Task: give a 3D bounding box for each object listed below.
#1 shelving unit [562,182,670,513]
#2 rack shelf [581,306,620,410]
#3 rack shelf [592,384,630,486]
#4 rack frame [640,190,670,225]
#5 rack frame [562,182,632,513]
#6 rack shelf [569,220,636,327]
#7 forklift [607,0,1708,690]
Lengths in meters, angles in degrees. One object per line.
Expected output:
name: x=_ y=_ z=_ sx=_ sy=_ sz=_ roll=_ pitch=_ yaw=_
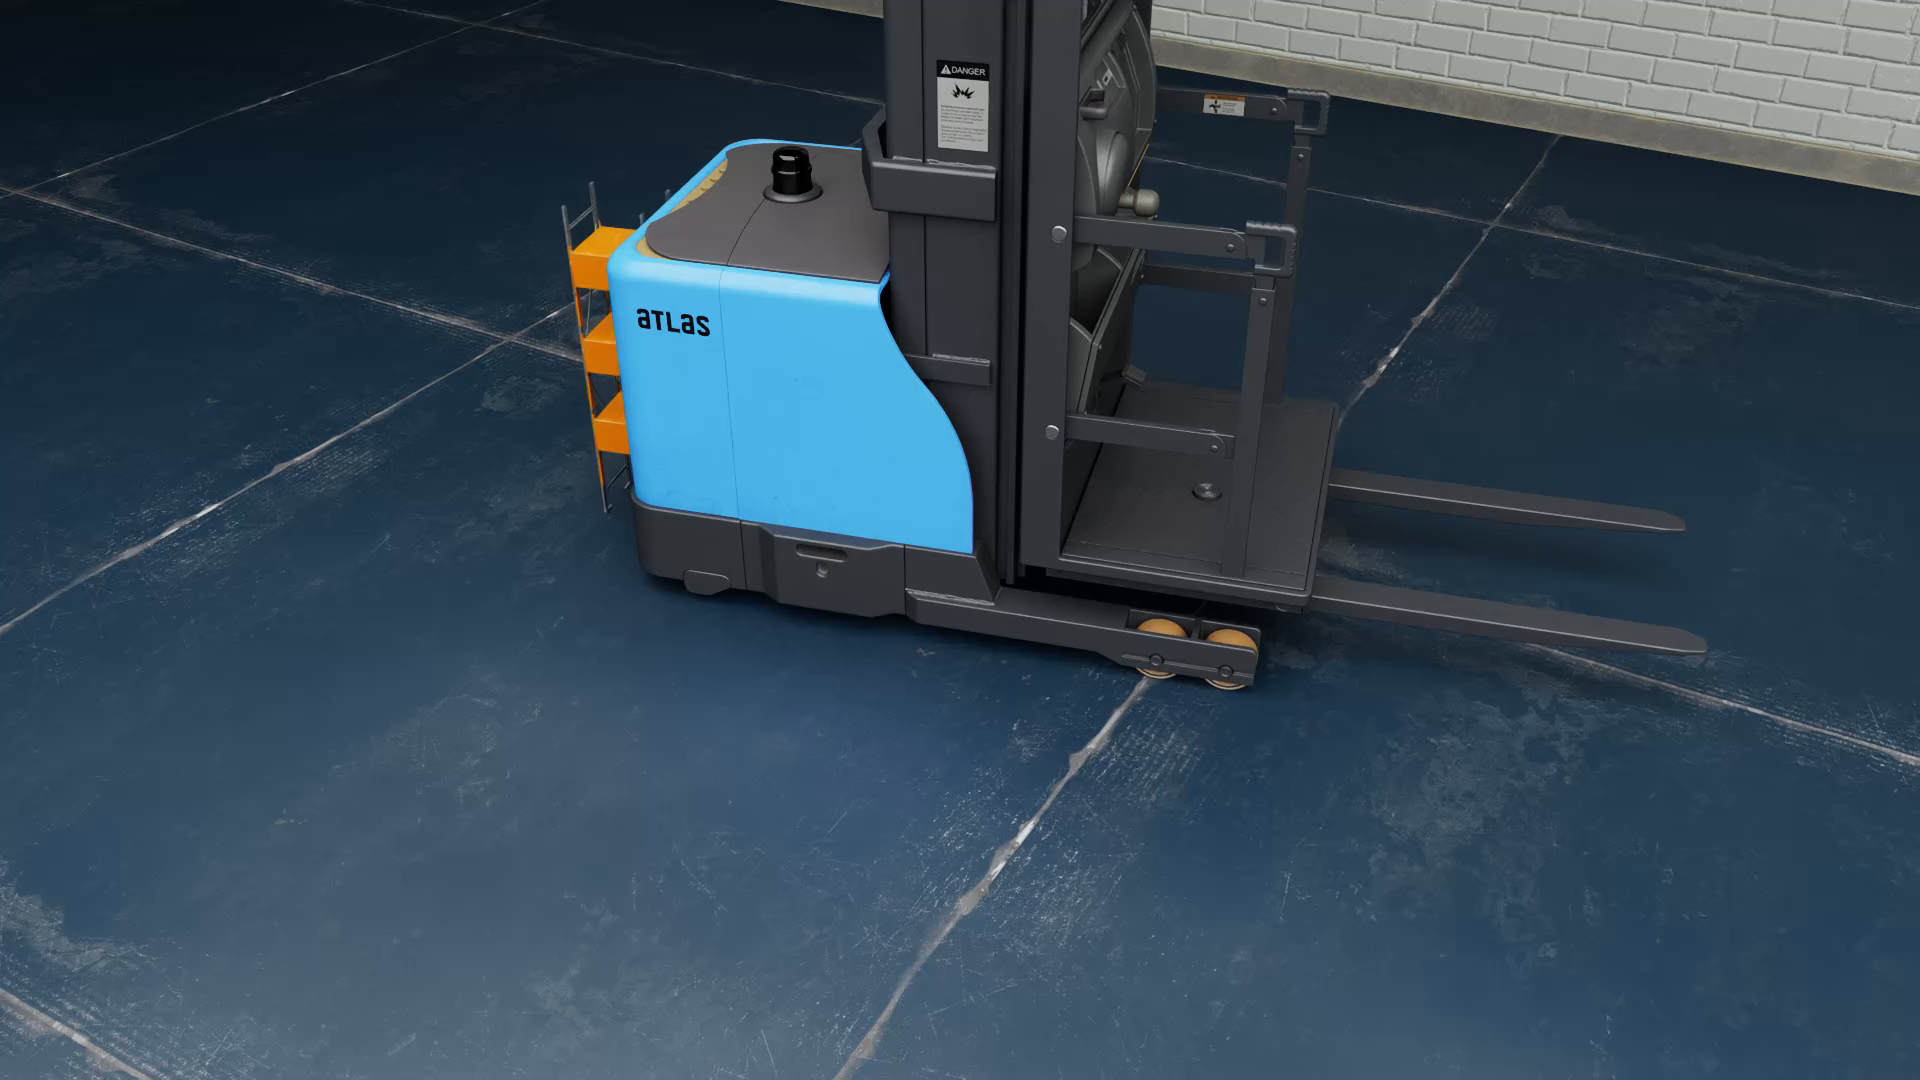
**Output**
shelving unit: x=-1.003 y=-0.560 z=5.144 sx=0.252 sy=1.050 sz=0.215 roll=8 pitch=35 yaw=12
rack shelf: x=-1.003 y=-0.551 z=5.150 sx=0.240 sy=0.259 sz=0.215 roll=8 pitch=35 yaw=12
rack shelf: x=-1.003 y=-0.320 z=5.304 sx=0.240 sy=0.259 sz=0.215 roll=8 pitch=35 yaw=12
rack frame: x=-0.886 y=-0.543 z=5.118 sx=0.008 sy=1.050 sz=0.200 roll=8 pitch=35 yaw=12
rack frame: x=-1.121 y=-0.577 z=5.170 sx=0.008 sy=1.050 sz=0.200 roll=8 pitch=35 yaw=12
rack shelf: x=-1.003 y=-0.787 z=4.992 sx=0.240 sy=0.259 sz=0.215 roll=8 pitch=35 yaw=12
forklift: x=0.602 y=-1.131 z=4.304 sx=3.031 sy=2.935 sz=1.130 roll=8 pitch=35 yaw=12
